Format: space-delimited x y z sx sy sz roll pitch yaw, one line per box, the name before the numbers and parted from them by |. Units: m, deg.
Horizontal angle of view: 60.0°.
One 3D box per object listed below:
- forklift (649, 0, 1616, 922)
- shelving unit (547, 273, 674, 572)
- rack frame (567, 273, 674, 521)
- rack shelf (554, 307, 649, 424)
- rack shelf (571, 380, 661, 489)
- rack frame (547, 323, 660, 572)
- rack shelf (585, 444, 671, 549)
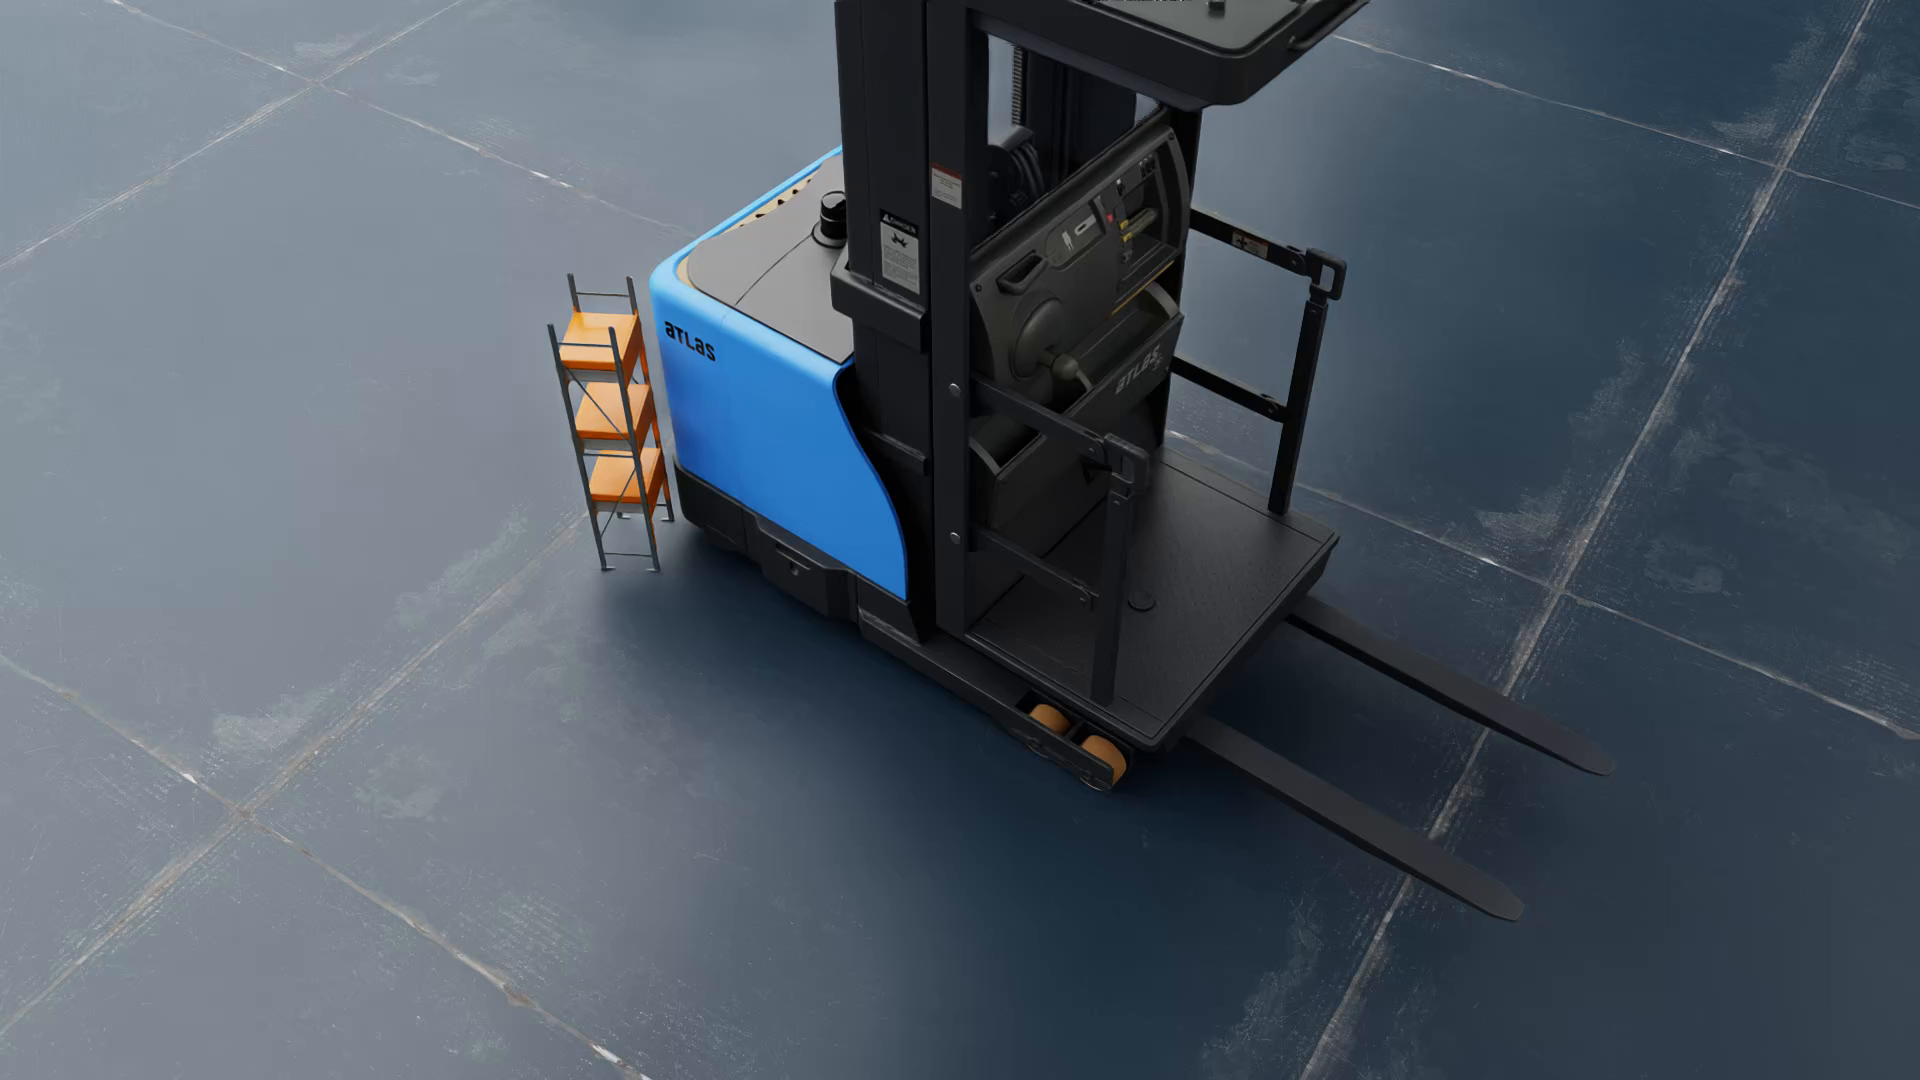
forklift | 0.505 -0.704 4.390 3.031 2.935 1.130 29 53 26
shelving unit | -1.109 -0.353 5.361 0.215 1.050 0.252 3 46 3
rack frame | -1.100 -0.440 5.446 0.200 1.050 0.008 3 46 3
rack shelf | -1.109 -0.543 5.165 0.215 0.259 0.240 3 46 3
rack shelf | -1.109 -0.345 5.368 0.215 0.259 0.240 3 46 3
rack frame | -1.118 -0.266 5.276 0.200 1.050 0.008 3 46 3
rack shelf | -1.109 -0.152 5.568 0.215 0.259 0.240 3 46 3
